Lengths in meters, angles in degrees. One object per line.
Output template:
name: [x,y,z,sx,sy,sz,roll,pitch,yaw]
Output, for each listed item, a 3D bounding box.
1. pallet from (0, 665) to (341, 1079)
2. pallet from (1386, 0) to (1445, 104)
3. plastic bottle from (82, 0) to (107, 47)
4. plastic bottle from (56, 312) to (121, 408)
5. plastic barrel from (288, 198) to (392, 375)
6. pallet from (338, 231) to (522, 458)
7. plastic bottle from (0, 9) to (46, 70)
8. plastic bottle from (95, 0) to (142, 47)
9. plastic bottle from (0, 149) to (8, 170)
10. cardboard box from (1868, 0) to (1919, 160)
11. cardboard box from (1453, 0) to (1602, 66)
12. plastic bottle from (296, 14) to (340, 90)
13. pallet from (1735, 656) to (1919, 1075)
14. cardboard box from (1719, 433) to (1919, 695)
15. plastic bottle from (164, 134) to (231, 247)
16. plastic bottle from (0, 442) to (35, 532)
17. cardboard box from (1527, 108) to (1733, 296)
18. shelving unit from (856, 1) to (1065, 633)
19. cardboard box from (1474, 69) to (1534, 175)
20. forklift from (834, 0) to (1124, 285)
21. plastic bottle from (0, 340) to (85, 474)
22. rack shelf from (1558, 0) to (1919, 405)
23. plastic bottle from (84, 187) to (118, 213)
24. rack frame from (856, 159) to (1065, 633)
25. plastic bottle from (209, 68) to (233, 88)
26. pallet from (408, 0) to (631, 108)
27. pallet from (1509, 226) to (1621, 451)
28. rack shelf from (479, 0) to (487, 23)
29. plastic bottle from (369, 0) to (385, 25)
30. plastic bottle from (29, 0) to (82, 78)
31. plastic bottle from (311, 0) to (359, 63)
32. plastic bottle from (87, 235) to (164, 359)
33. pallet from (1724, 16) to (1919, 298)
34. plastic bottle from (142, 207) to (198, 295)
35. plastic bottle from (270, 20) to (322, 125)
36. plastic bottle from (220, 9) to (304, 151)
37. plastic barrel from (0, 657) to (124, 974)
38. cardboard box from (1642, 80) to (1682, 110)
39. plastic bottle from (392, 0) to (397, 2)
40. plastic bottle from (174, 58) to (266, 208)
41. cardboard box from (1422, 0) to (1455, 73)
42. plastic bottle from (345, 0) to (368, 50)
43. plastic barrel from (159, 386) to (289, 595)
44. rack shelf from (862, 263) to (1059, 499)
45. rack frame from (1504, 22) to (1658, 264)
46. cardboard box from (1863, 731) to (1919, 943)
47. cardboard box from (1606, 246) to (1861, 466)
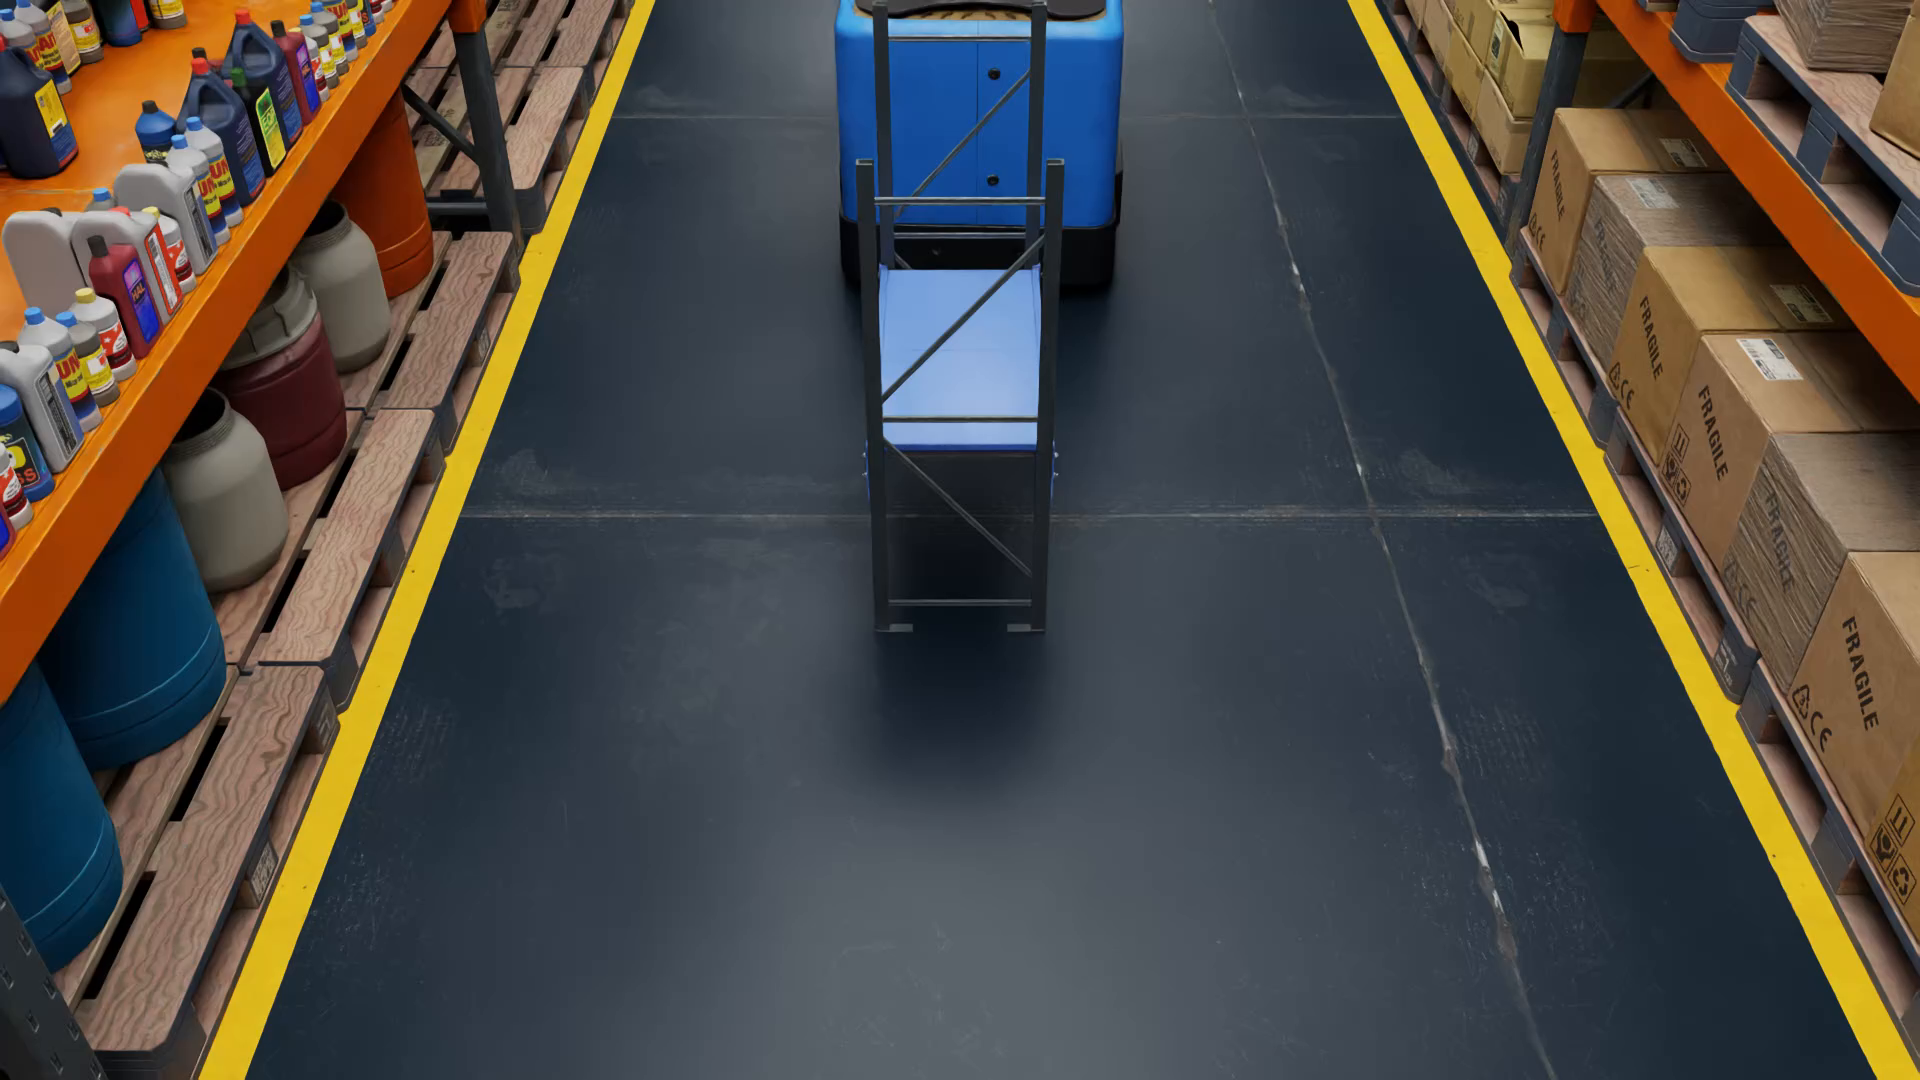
pallet: [-2.211,0.797,4.087,1.003,0.211,1.213,0,39,0]
pallet: [2.737,-2.499,8.200,1.003,0.211,1.213,0,39,0]
plastic bottle: [-2.624,-1.621,4.967,0.061,0.283,0.133,0,39,0]
plastic bottle: [-1.845,-0.383,3.488,0.097,0.201,0.097,0,39,0]
plastic barrel: [-2.149,-0.844,5.558,0.421,0.512,0.421,0,39,0]
pallet: [-2.214,-0.729,5.991,1.003,0.211,1.213,0,39,0]
plastic bottle: [-2.605,-1.339,4.625,0.097,0.271,0.097,0,39,0]
plastic bottle: [-2.545,-1.627,4.985,0.097,0.271,0.097,0,39,0]
plastic bottle: [-2.578,-1.124,4.353,0.152,0.276,0.135,0,39,0]
cardboard box: [2.638,-1.118,3.830,0.700,0.500,0.500,-9,40,-11]
cardboard box: [2.443,-2.273,7.103,0.500,0.311,0.500,-1,39,-1]
plastic bottle: [-1.846,-1.398,4.755,0.097,0.201,0.097,0,39,0]
pallet: [2.663,0.770,4.121,1.003,0.211,1.213,0,39,0]
cardboard box: [2.422,0.063,4.420,0.500,0.500,0.500,0,39,1]
plastic bottle: [-1.845,-0.845,4.008,0.097,0.271,0.097,0,39,0]
plastic bottle: [-1.844,-0.116,3.155,0.097,0.201,0.097,0,39,0]
cardboard box: [2.412,-1.223,6.024,0.500,0.500,0.500,2,39,2]
shelving unit: [0.000,-0.639,4.848,0.538,1.500,1.048,0,39,0]
cardboard box: [2.452,-1.731,6.874,0.500,0.250,0.500,1,39,1]
forklift: [0.125,-3.018,6.672,1.130,2.935,3.031,1,39,2]
plastic bottle: [-1.872,-0.279,3.298,0.152,0.276,0.135,0,39,0]
rack shelf: [2.699,-0.780,4.400,1.077,0.370,4.000,0,39,0]
plastic bottle: [-1.997,-0.733,3.925,0.097,0.201,0.097,0,39,0]
rack frame: [0.000,-0.321,4.451,0.500,1.500,0.032,0,39,0]
plastic bottle: [-1.888,-1.098,4.315,0.061,0.283,0.133,0,39,0]
pallet: [-2.217,-2.467,8.160,1.003,0.211,1.213,0,39,0]
pallet: [2.660,-0.756,6.025,1.003,0.211,1.213,0,39,0]
rack shelf: [-2.259,-3.280,7.520,1.077,0.370,4.000,0,39,0]
plastic bottle: [-1.847,-1.703,5.135,0.097,0.201,0.097,0,39,0]
plastic bottle: [-2.624,-1.476,4.787,0.061,0.283,0.133,0,39,0]
plastic bottle: [-1.847,-1.547,4.885,0.097,0.271,0.097,0,39,0]
plastic bottle: [-1.827,-0.548,3.629,0.061,0.283,0.133,0,39,0]
pallet: [2.704,-1.020,4.278,1.003,0.211,1.213,0,39,0]
plastic bottle: [-1.845,-0.672,3.849,0.097,0.201,0.097,0,39,0]
plastic bottle: [-1.828,-1.297,4.563,0.061,0.283,0.133,0,39,0]
plastic bottle: [-1.869,-1.224,4.418,0.144,0.351,0.185,0,39,0]
plastic barrel: [-2.235,0.506,3.562,0.600,0.901,0.708,0,39,0]
cardboard box: [2.990,-1.949,6.698,0.500,0.311,0.500,1,39,1]
plastic bottle: [-1.829,-1.868,5.275,0.061,0.283,0.133,0,39,0]
plastic bottle: [-1.869,-1.025,4.170,0.144,0.351,0.185,0,39,0]
cardboard box: [2.451,-2.368,7.669,0.500,0.250,0.500,1,39,1]
plastic bottle: [-1.847,-1.581,4.983,0.097,0.201,0.097,0,39,0]
plastic barrel: [-2.147,-0.138,4.677,0.421,0.512,0.421,0,39,0]
rack shelf: [0.000,-0.498,4.960,0.538,0.185,1.000,0,39,0]
rack frame: [2.697,-2.311,5.735,1.000,3.000,0.127,0,39,0]
cardboard box: [2.414,0.686,3.643,0.500,0.500,0.500,0,39,0]
cardboard box: [2.413,-0.582,5.224,0.500,0.500,0.500,-1,39,-1]
